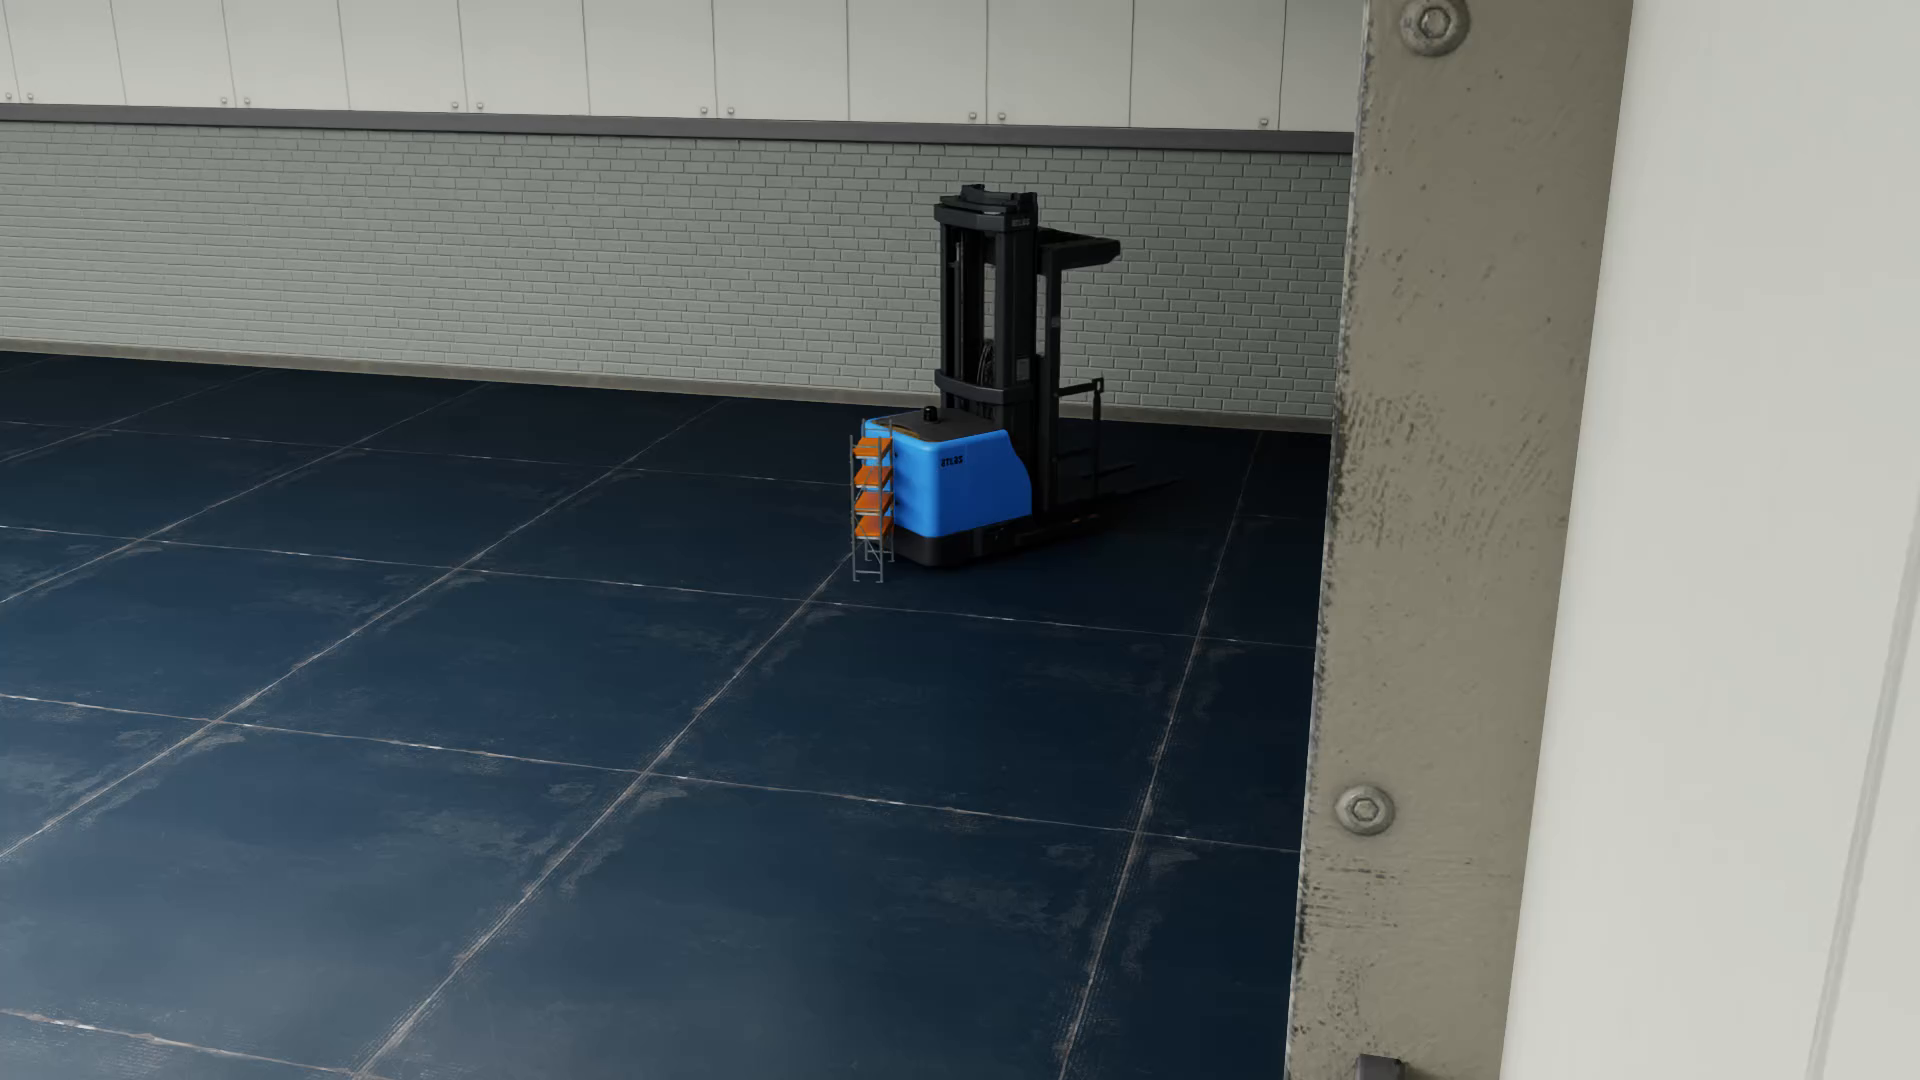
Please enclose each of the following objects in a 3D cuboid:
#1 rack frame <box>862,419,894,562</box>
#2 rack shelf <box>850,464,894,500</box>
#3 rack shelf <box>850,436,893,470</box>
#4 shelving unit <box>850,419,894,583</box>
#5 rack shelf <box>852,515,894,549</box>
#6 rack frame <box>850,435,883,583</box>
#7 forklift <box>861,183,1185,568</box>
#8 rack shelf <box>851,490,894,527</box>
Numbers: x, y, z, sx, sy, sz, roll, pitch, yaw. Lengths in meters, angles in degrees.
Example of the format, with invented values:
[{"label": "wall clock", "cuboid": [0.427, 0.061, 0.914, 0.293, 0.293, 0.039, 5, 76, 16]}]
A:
[{"label": "rack frame", "cuboid": [-0.661, -0.392, 13.479, 0.240, 1.200, 0.015, 3, 19, 8]}, {"label": "rack shelf", "cuboid": [-0.695, -0.462, 13.200, 0.258, 0.148, 0.480, 3, 19, 8]}, {"label": "rack shelf", "cuboid": [-0.695, -0.686, 13.124, 0.258, 0.148, 0.480, 3, 19, 8]}, {"label": "shelving unit", "cuboid": [-0.695, -0.314, 13.251, 0.258, 1.200, 0.503, 3, 19, 8]}, {"label": "rack shelf", "cuboid": [-0.695, -0.063, 13.336, 0.258, 0.148, 0.480, 3, 19, 8]}, {"label": "rack frame", "cuboid": [-0.729, -0.236, 13.022, 0.240, 1.200, 0.015, 3, 19, 8]}, {"label": "forklift", "cuboid": [0.646, -1.527, 14.123, 3.031, 2.935, 1.130, -14, 23, -35]}, {"label": "rack shelf", "cuboid": [-0.695, -0.251, 13.272, 0.258, 0.148, 0.480, 3, 19, 8]}]
